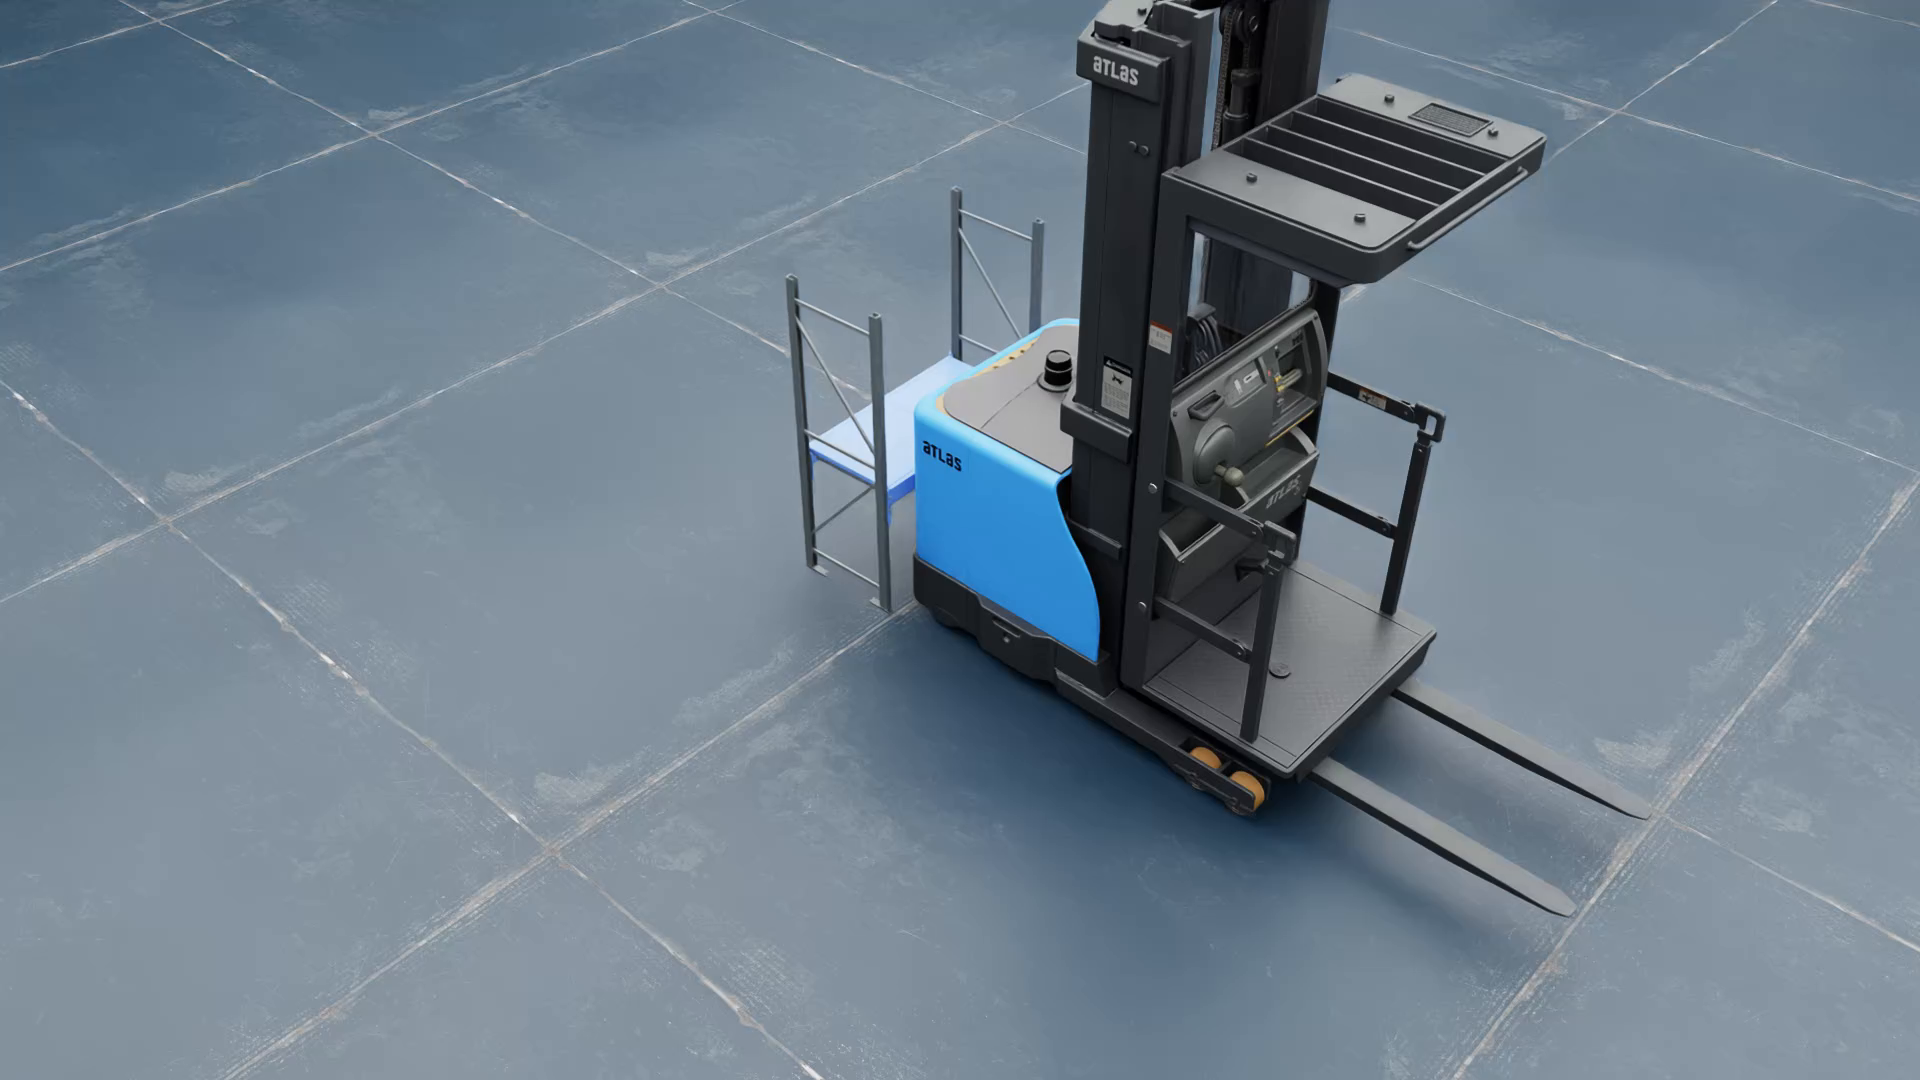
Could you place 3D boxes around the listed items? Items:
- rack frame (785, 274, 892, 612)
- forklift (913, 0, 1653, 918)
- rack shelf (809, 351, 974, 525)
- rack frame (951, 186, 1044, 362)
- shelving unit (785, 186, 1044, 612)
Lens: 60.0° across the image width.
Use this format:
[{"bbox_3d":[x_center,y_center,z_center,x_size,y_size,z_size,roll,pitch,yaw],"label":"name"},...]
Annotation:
[{"bbox_3d":[-0.502,-0.375,7.016,0.500,1.500,0.032,28,46,31],"label":"rack frame"},{"bbox_3d":[1.220,-0.459,5.972,3.031,2.935,1.130,30,47,32],"label":"forklift"},{"bbox_3d":[-0.172,-0.475,7.431,0.538,0.185,1.000,28,46,31],"label":"rack shelf"},{"bbox_3d":[0.158,-0.856,7.621,0.500,1.500,0.032,28,46,31],"label":"rack frame"},{"bbox_3d":[-0.172,-0.615,7.319,0.538,1.500,1.048,28,46,31],"label":"shelving unit"}]
